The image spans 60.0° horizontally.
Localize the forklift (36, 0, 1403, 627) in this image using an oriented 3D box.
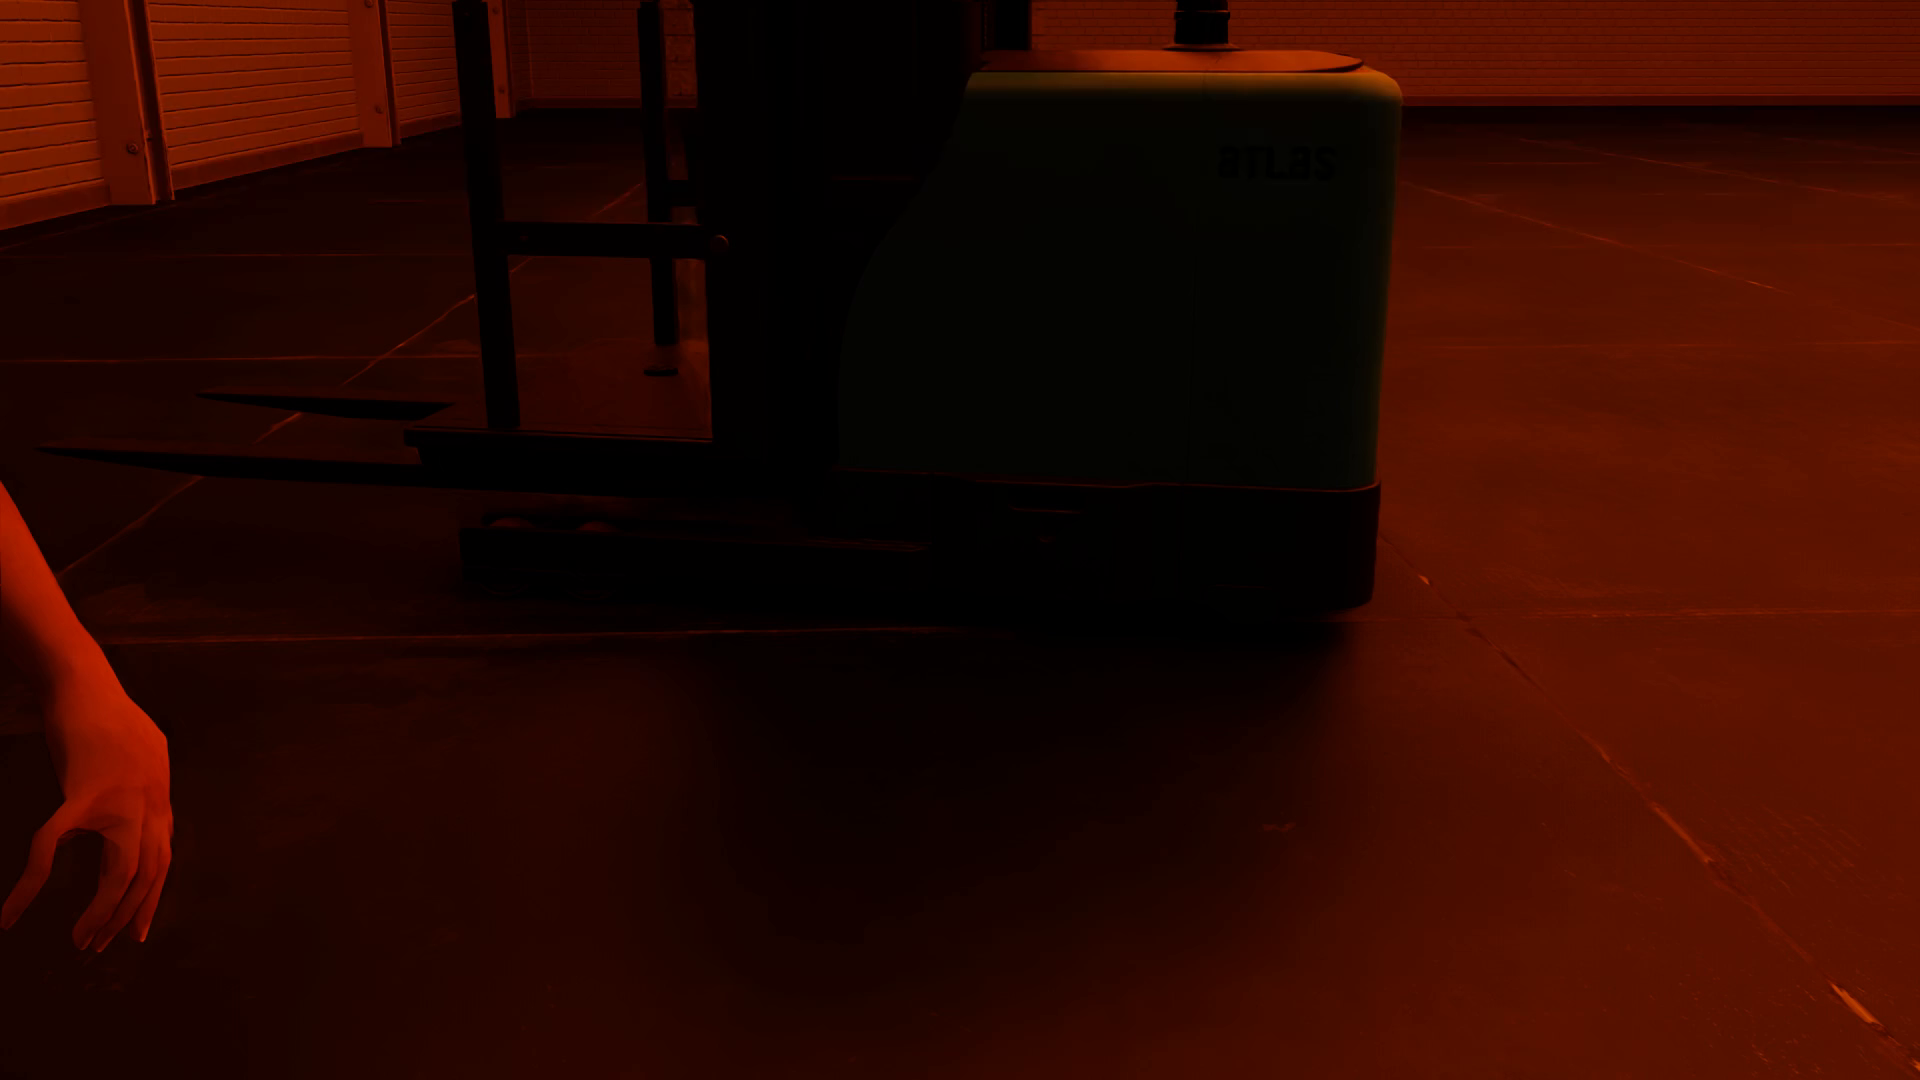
[{"bbox_3d":[-0.598,-1.420,3.550,3.031,2.935,1.130,3,17,10],"label":"forklift"}]
